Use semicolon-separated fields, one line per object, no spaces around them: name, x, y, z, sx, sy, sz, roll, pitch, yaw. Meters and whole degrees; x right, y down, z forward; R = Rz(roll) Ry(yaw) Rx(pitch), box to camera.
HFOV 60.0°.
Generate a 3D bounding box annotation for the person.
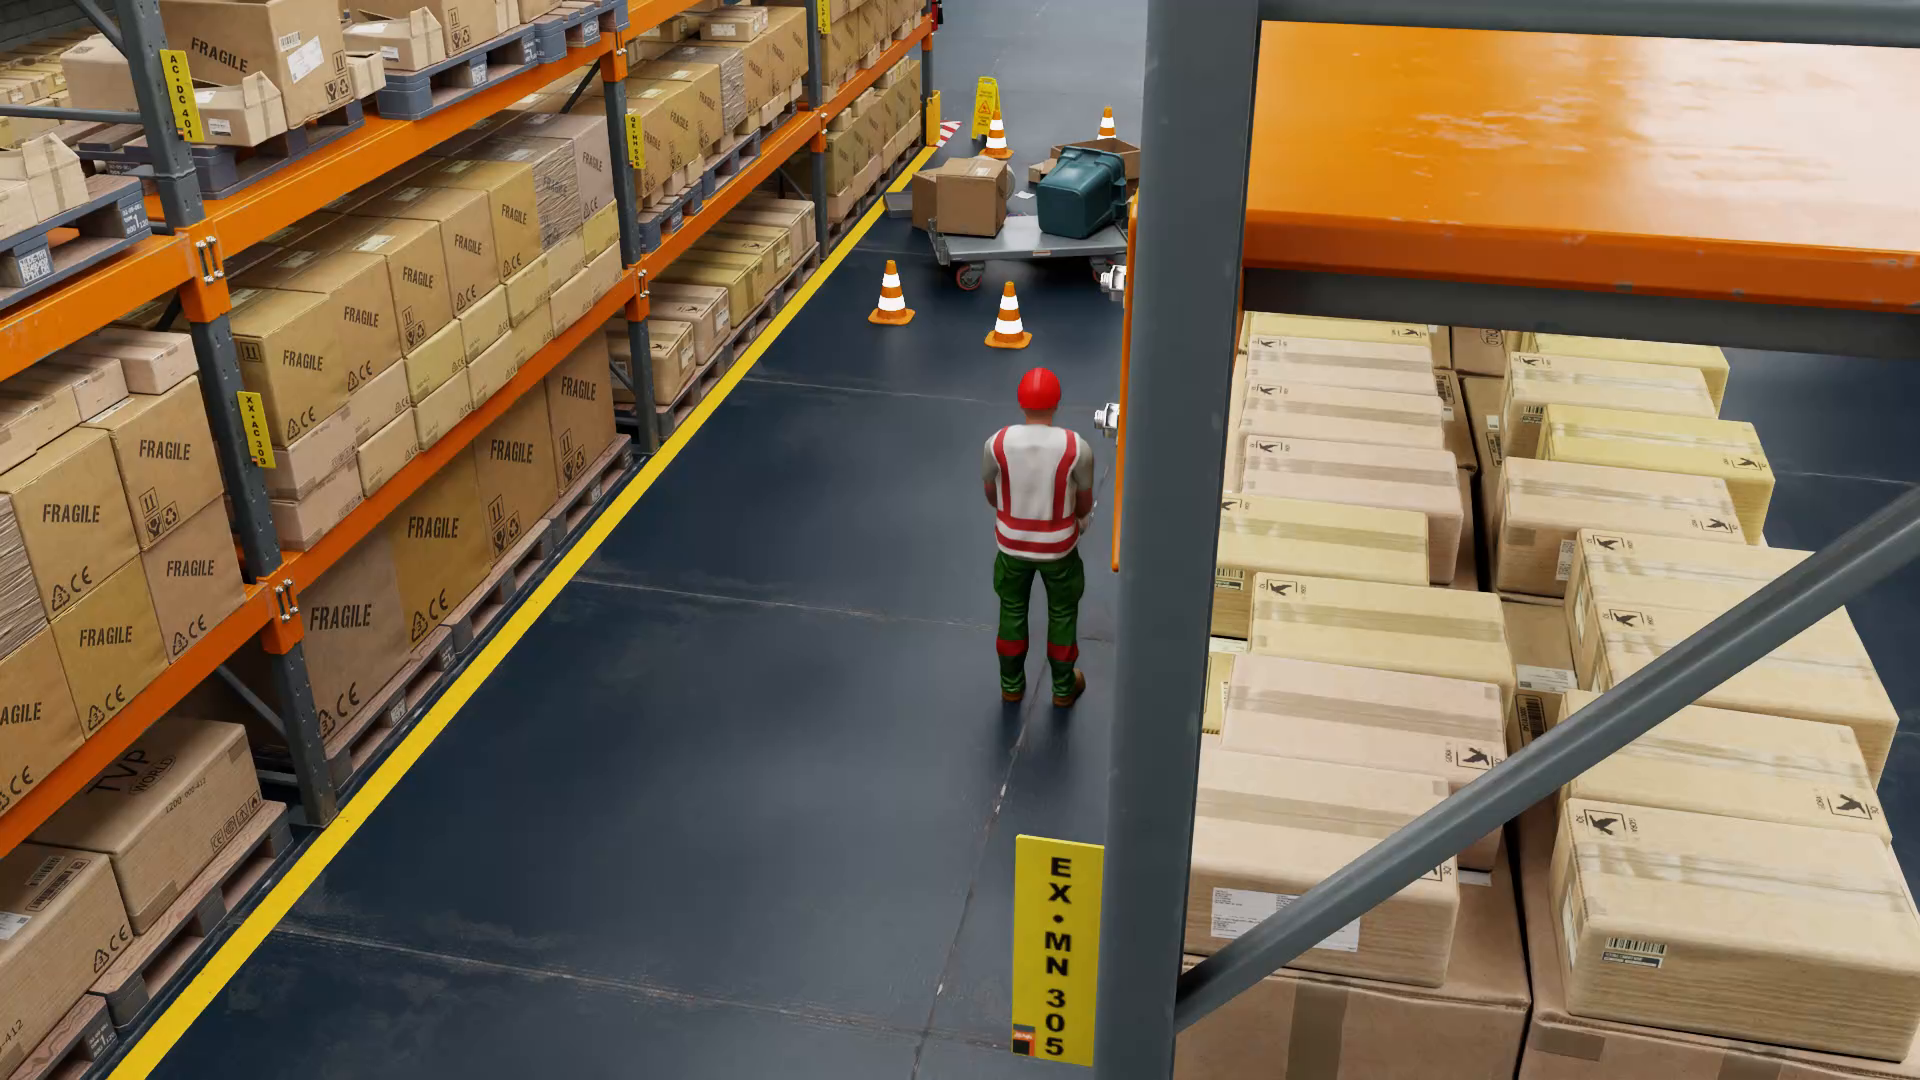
person;0.381;-0.018;8.127;0.533;1.793;0.474;6;29;10
